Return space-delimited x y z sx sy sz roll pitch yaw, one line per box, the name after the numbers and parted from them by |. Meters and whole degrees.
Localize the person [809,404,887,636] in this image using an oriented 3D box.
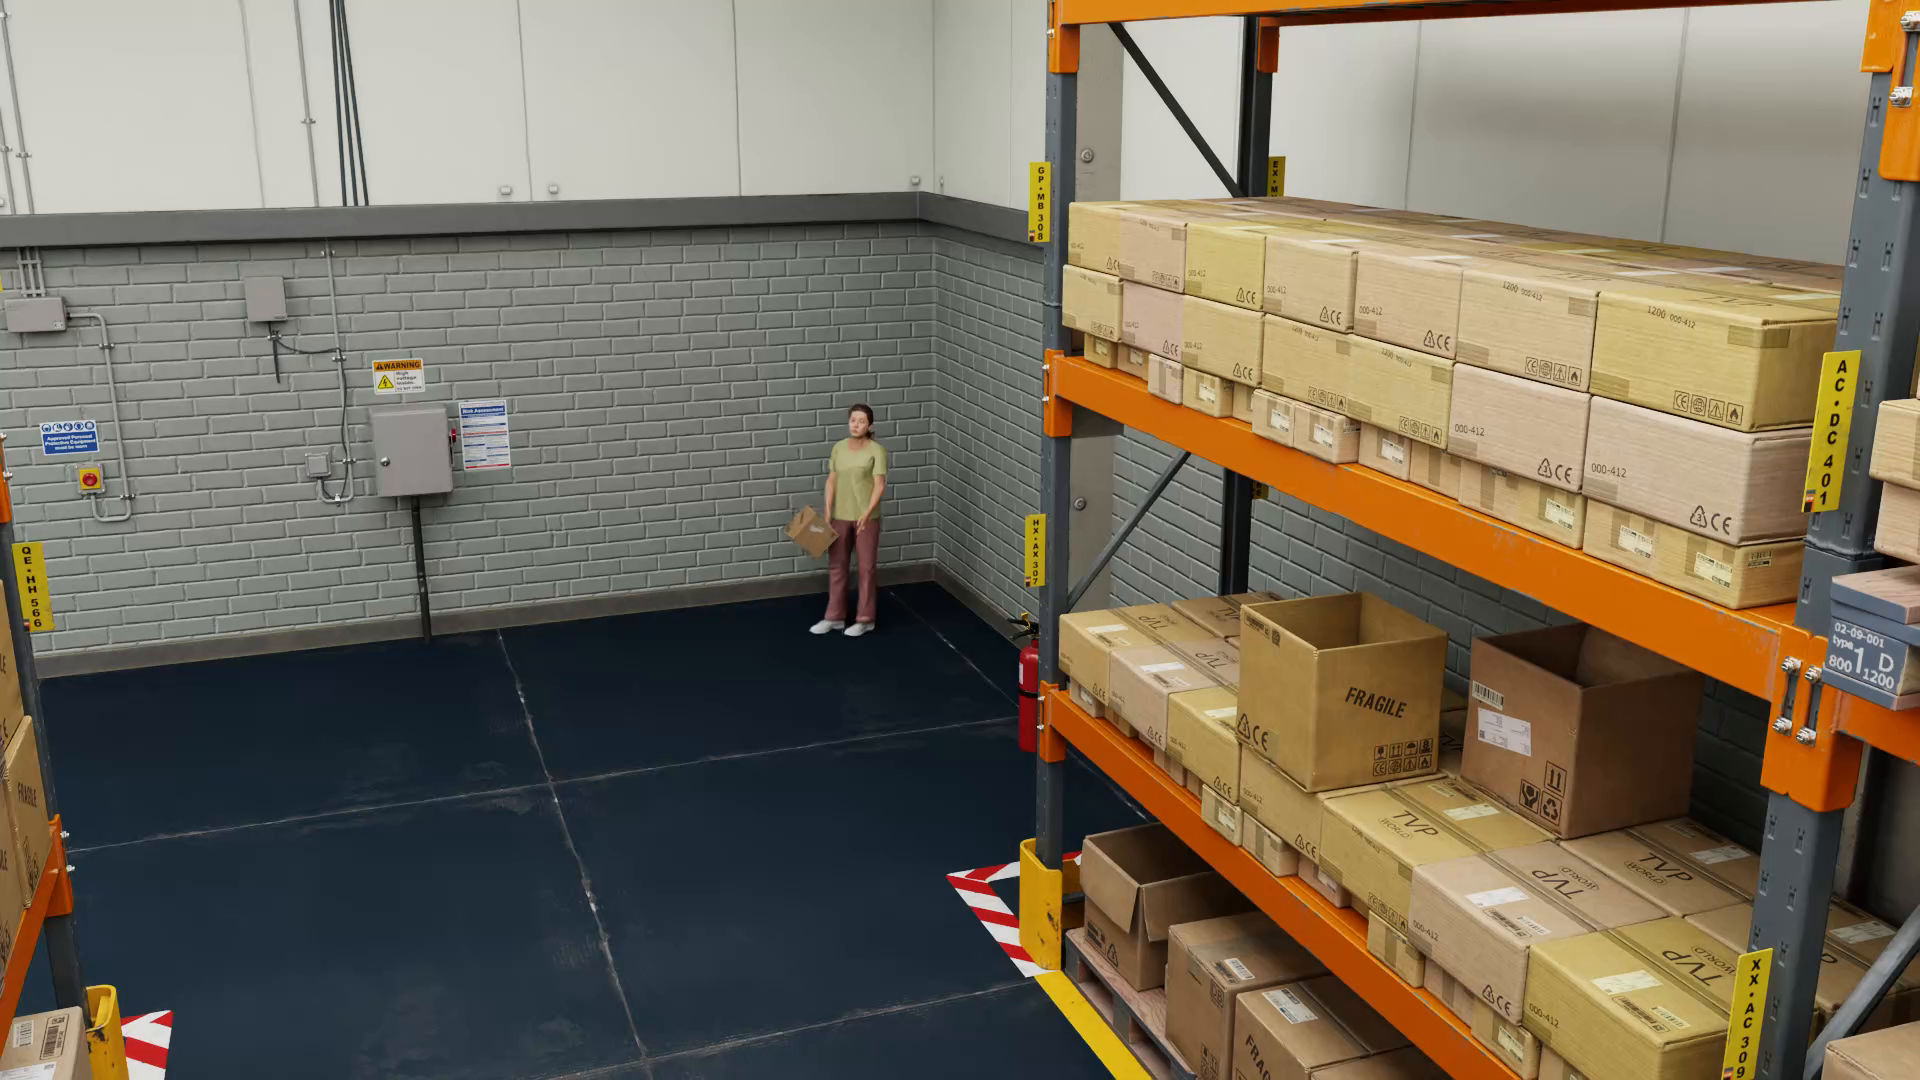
-0.793 -0.146 12.011 0.530 1.682 0.466 5 16 18 | person
